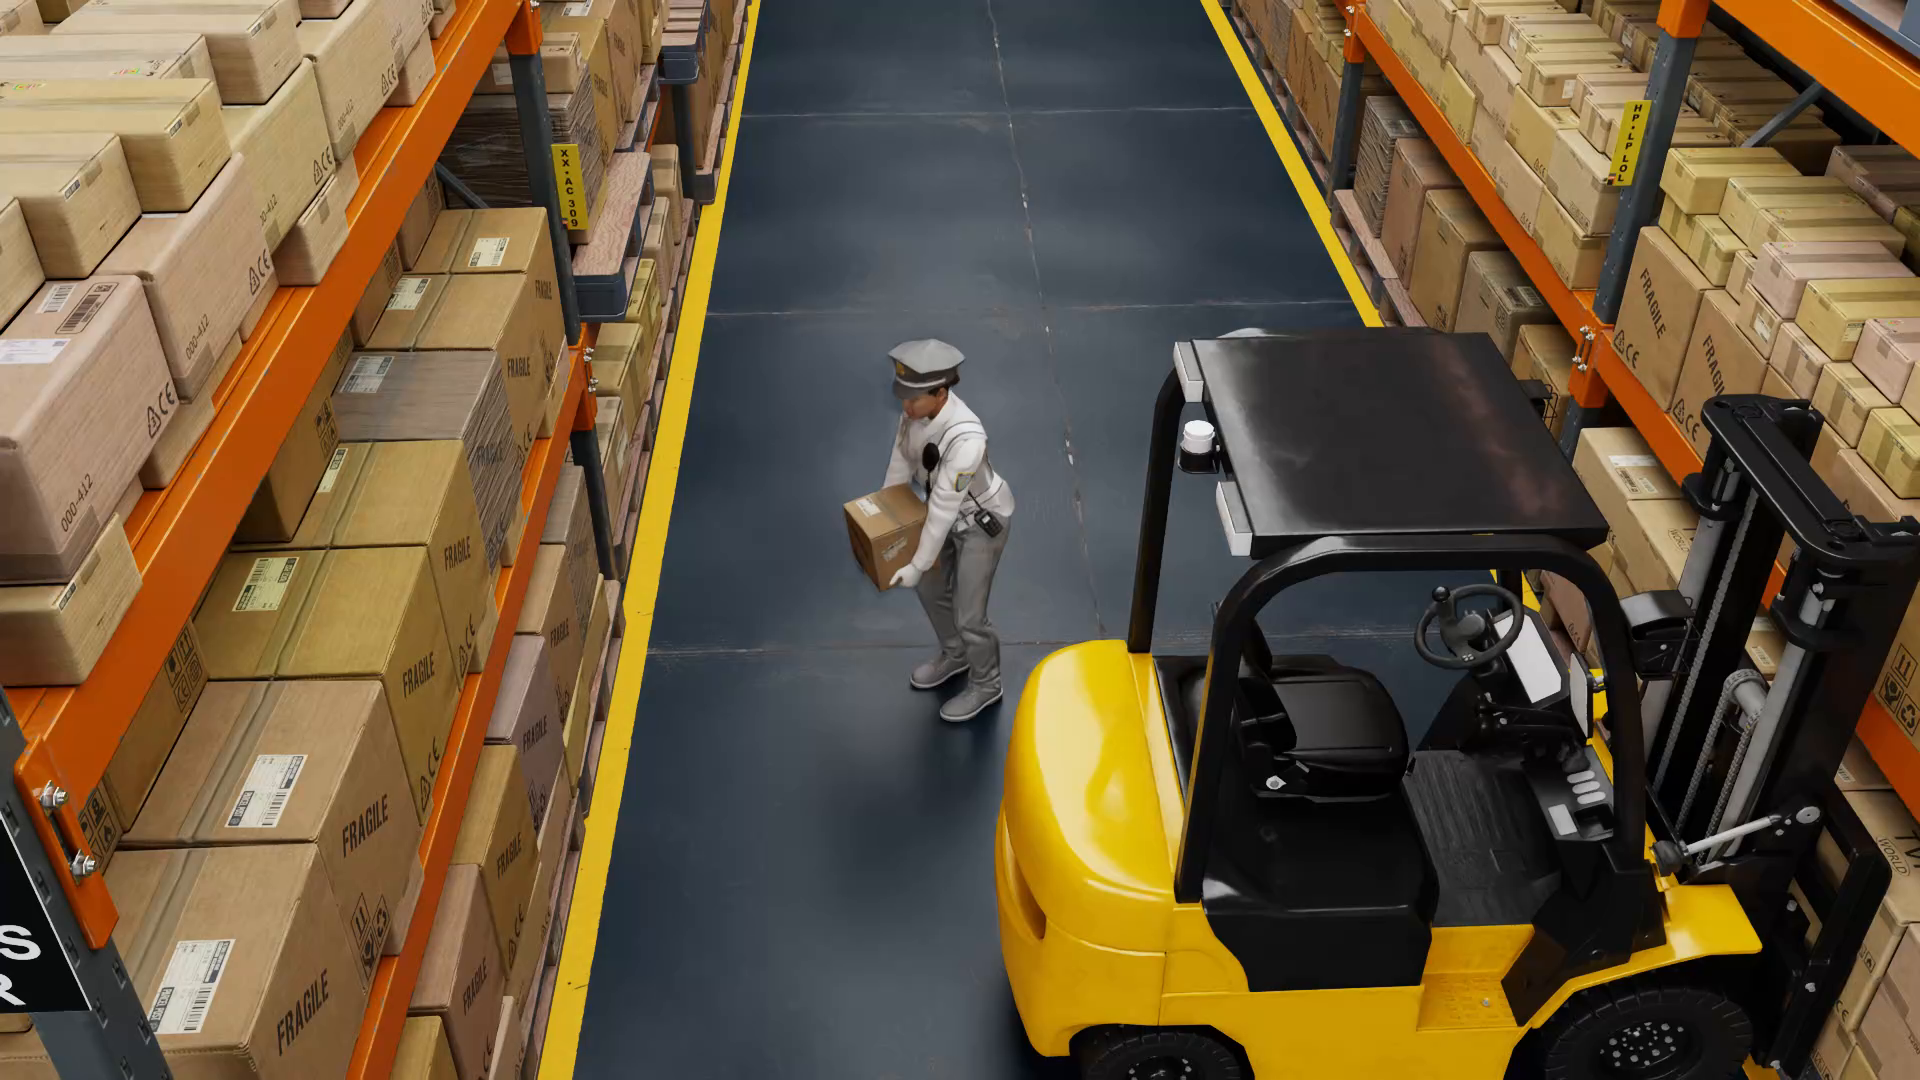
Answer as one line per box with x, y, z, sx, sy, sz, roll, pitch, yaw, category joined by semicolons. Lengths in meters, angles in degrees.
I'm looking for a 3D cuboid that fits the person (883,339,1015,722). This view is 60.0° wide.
-0.074;-0.020;6.210;0.570;1.631;0.410;-21;40;-26;person
